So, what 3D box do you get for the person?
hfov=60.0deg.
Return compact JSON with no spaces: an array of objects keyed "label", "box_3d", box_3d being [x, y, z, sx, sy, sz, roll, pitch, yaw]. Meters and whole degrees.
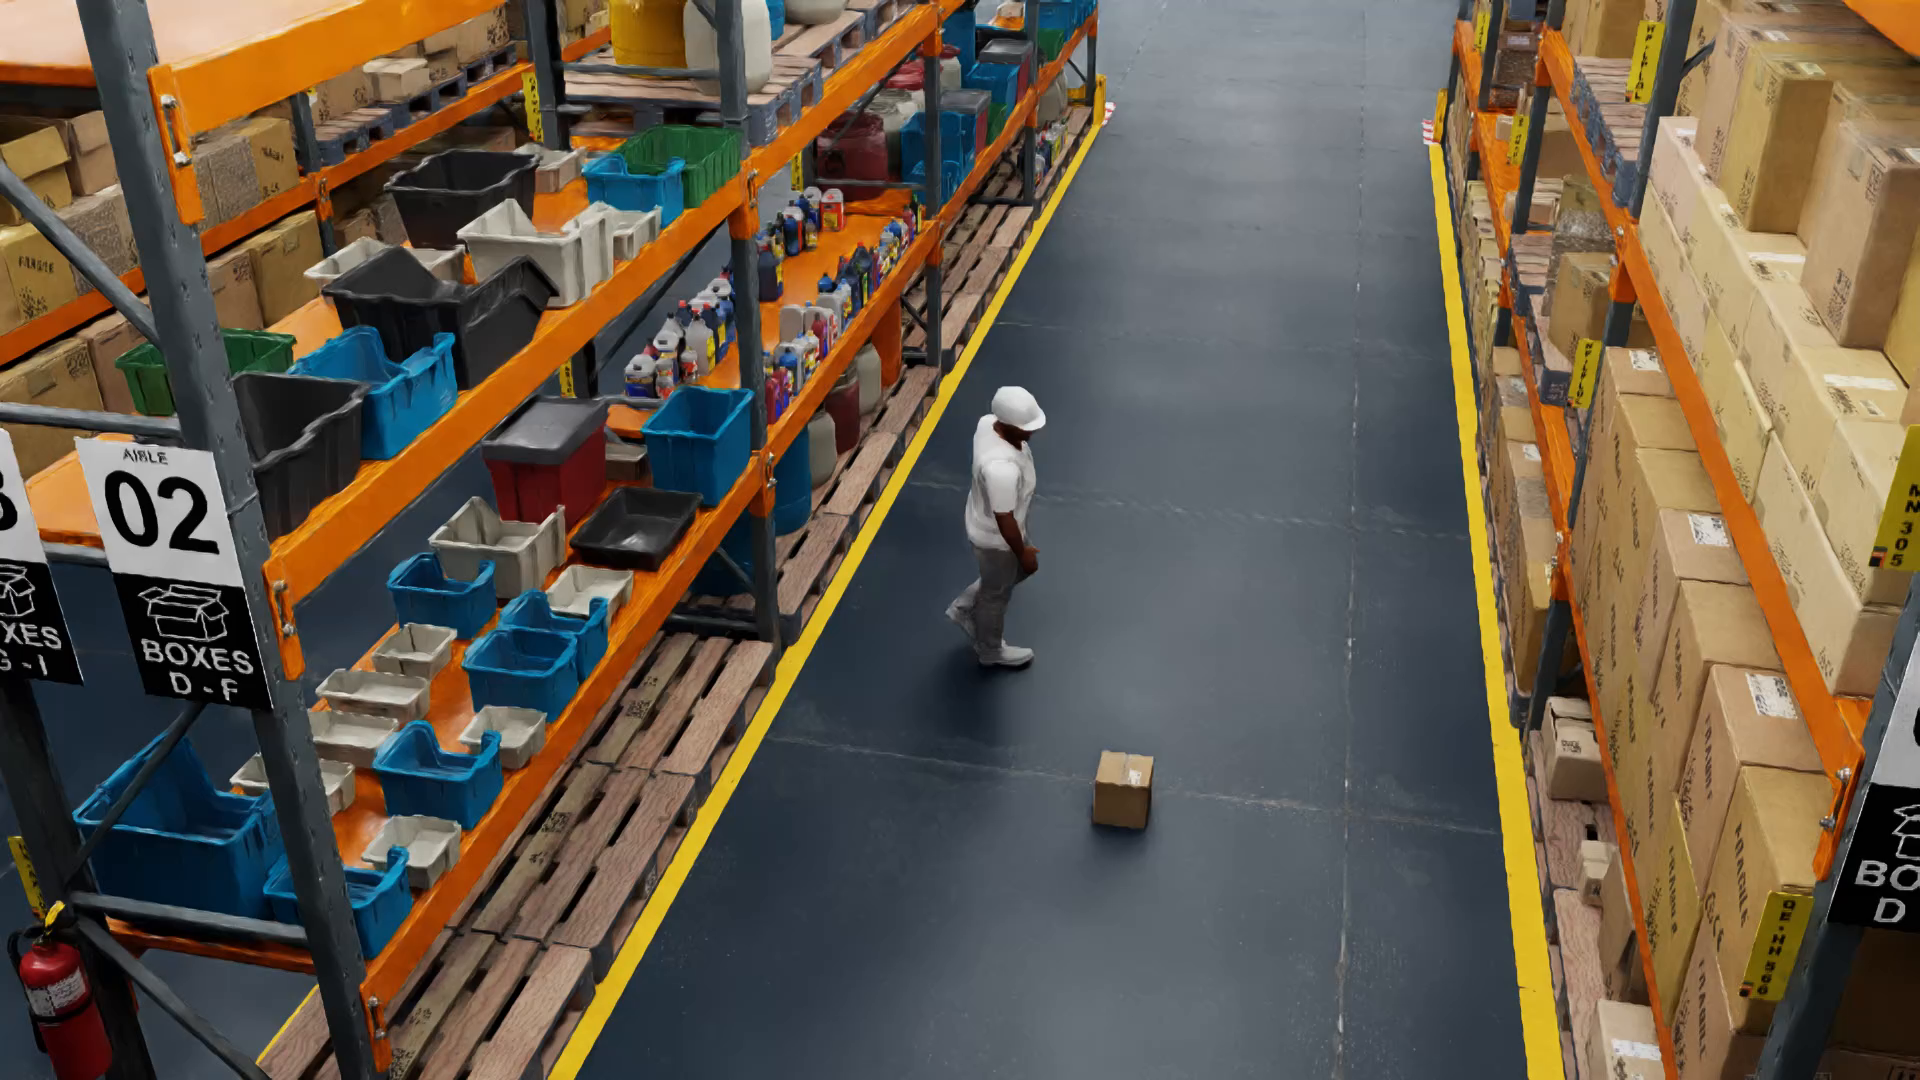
[{"label":"person","box_3d":[0.174,-0.050,8.689,0.500,1.750,0.637,-2,29,-3]}]
